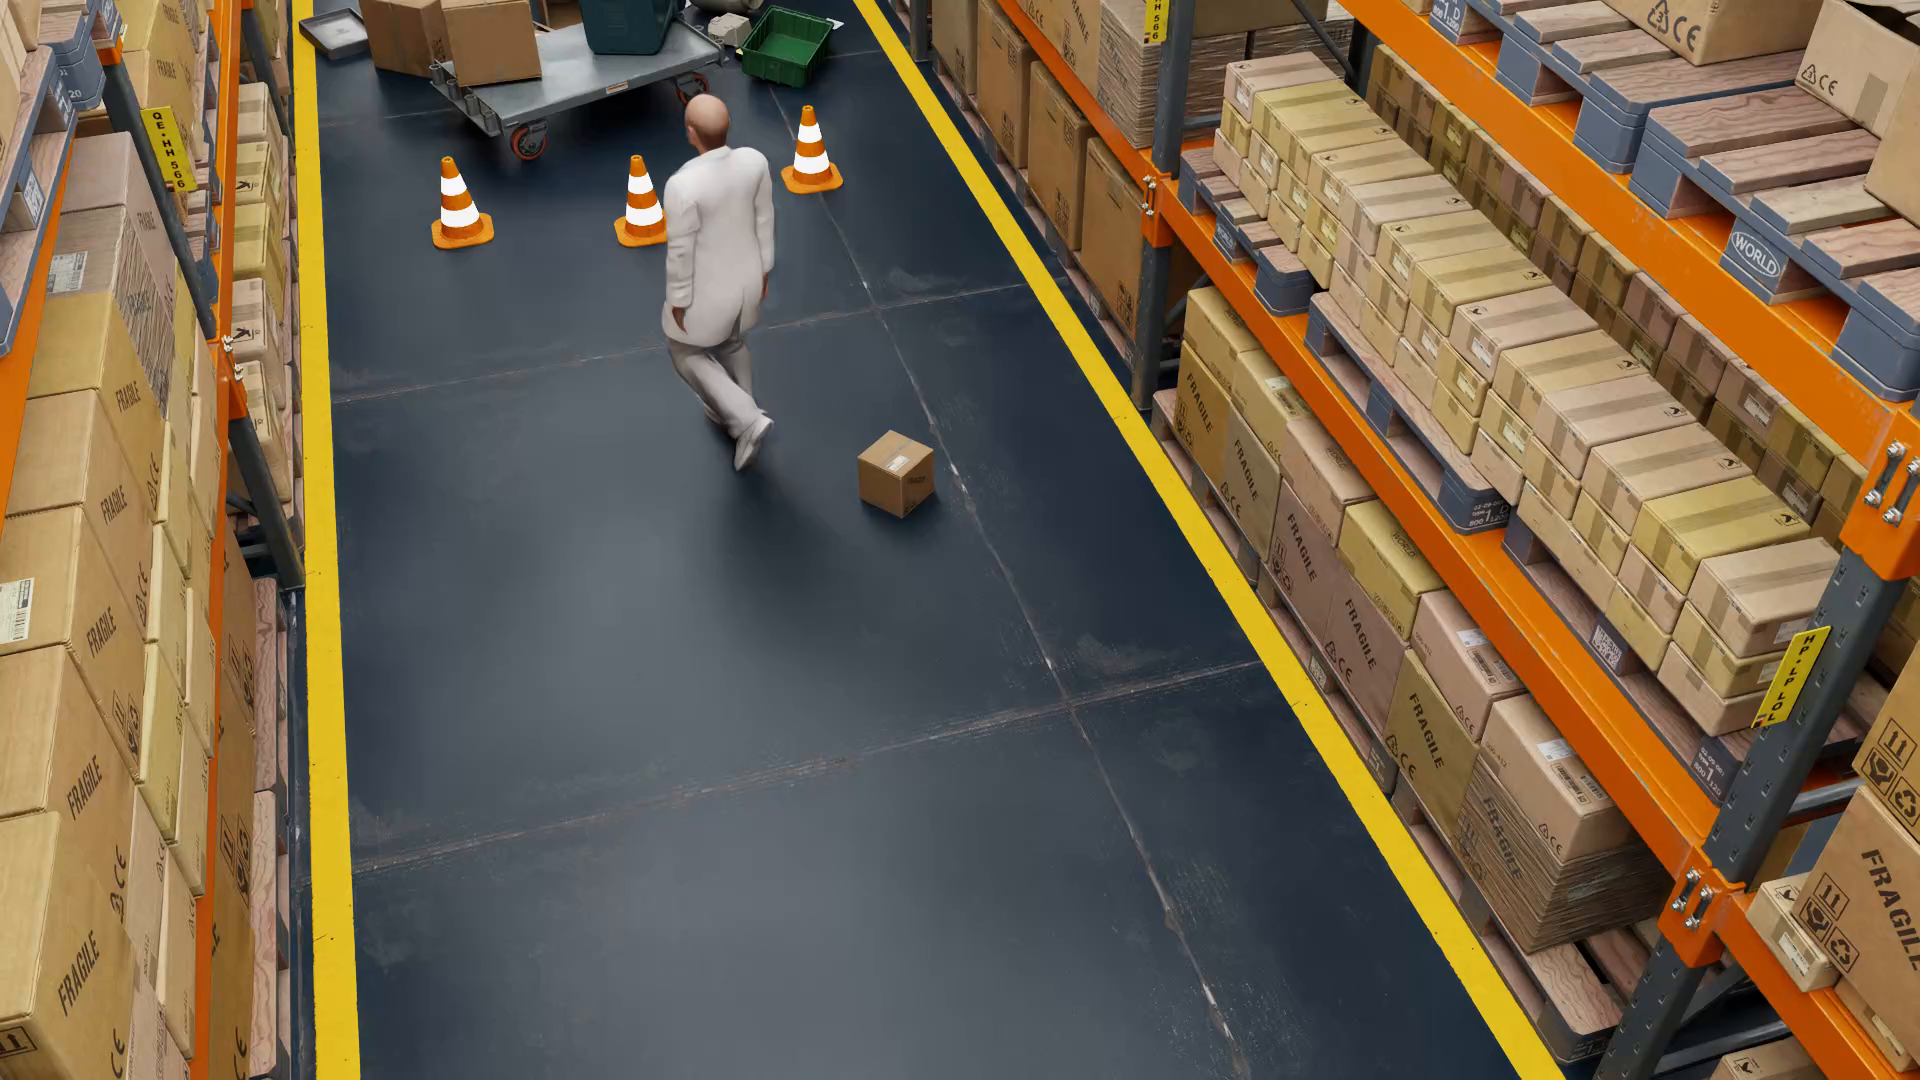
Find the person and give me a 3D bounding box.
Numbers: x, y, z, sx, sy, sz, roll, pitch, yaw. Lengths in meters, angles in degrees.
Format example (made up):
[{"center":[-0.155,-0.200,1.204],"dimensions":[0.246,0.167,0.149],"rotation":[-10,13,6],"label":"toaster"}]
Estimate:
[{"center":[-1.046,-1.138,7.409],"dimensions":[0.644,1.767,0.583],"rotation":[31,50,30],"label":"person"}]
